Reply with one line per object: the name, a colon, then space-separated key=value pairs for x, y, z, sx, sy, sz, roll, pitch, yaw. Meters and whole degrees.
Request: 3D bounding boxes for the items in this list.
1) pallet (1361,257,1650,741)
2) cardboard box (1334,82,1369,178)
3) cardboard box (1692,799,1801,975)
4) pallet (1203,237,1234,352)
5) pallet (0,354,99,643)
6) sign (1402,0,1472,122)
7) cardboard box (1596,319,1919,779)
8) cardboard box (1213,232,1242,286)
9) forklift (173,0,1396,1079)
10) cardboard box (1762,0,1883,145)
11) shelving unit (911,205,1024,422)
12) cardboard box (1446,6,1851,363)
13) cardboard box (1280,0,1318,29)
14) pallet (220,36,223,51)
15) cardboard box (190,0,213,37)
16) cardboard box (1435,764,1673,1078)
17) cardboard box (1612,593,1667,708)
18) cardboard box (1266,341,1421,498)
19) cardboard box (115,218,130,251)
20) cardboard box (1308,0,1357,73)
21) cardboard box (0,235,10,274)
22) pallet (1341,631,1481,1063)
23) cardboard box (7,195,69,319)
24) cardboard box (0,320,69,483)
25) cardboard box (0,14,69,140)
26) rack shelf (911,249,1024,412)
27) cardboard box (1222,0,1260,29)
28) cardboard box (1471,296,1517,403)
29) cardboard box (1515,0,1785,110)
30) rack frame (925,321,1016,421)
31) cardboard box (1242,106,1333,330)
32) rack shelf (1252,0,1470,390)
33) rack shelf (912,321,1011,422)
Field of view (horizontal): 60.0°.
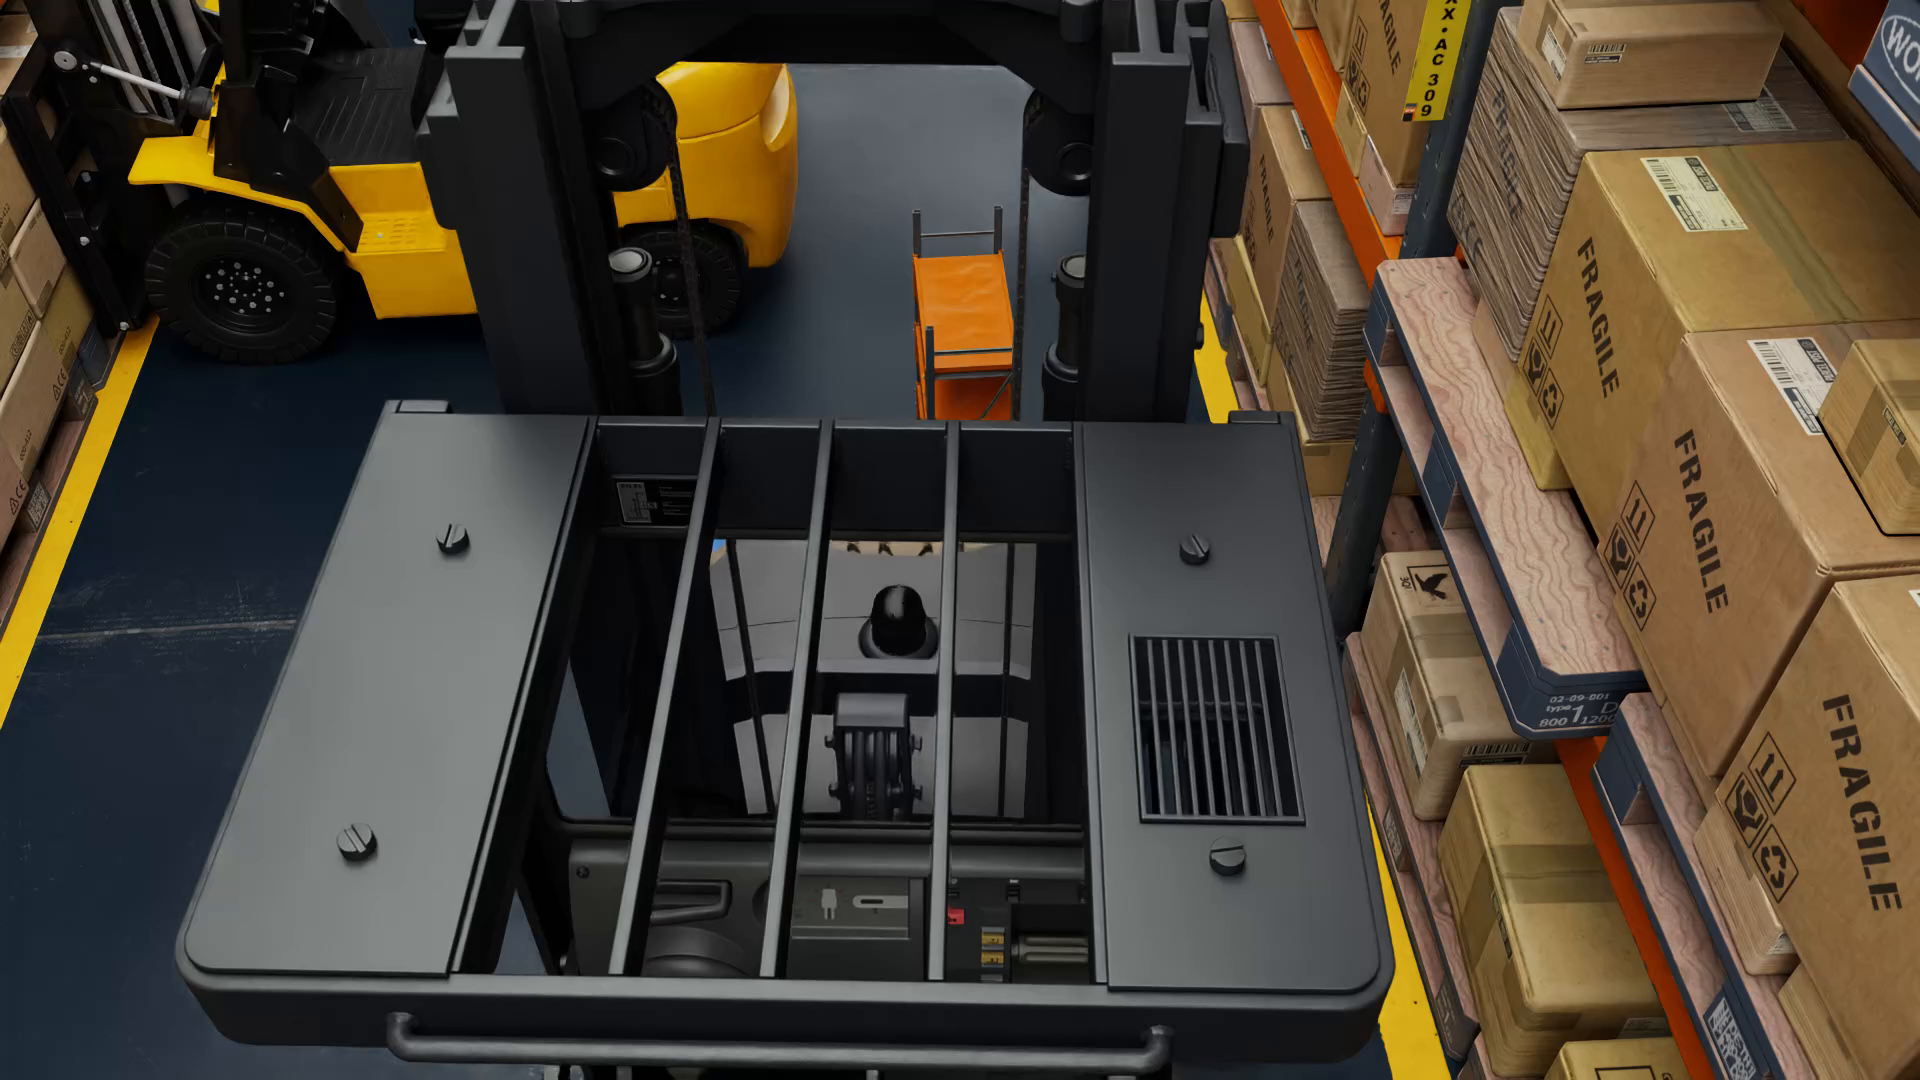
pallet: x=1.490 y=-0.158 z=3.466 sx=1.003 sy=0.211 sz=1.213 roll=-3 pitch=47 yaw=-3
cardboard box: x=1.212 y=-1.094 z=4.393 sx=0.380 sy=0.149 sz=0.250 roll=-3 pitch=47 yaw=-2
cardboard box: x=1.383 y=0.520 z=2.576 sx=0.380 sy=0.149 sz=0.250 roll=-2 pitch=47 yaw=-2
pallet: x=1.374 y=-1.196 z=6.237 sx=1.003 sy=0.211 sz=1.213 roll=-3 pitch=47 yaw=-3
pallet: x=-3.400 y=-0.101 z=5.200 sx=1.003 sy=0.211 sz=1.213 roll=-3 pitch=47 yaw=-3
sign: x=1.031 y=-1.045 z=3.578 sx=0.100 sy=0.325 sz=0.005 roll=-3 pitch=47 yaw=-3
cardboard box: x=1.394 y=0.010 z=2.611 sx=0.500 sy=0.500 sz=0.500 roll=-4 pitch=47 yaw=-4
cardboard box: x=1.161 y=-1.149 z=5.877 sx=0.500 sy=0.250 sz=0.500 roll=-3 pitch=47 yaw=-3
forklift: x=-0.150 y=0.768 z=2.504 sx=1.130 sy=2.935 sz=3.031 roll=1 pitch=47 yaw=1
cardboard box: x=1.838 y=-0.747 z=3.328 sx=0.500 sy=0.500 sz=0.500 roll=-4 pitch=47 yaw=-4
shelving unit: x=0.014 y=-0.293 z=4.701 sx=0.258 sy=1.200 sz=0.503 roll=-3 pitch=47 yaw=-3
cardboard box: x=1.324 y=-0.710 z=3.294 sx=0.500 sy=0.500 sz=0.500 roll=-2 pitch=47 yaw=-2
cardboard box: x=1.152 y=-1.649 z=4.918 sx=0.380 sy=0.149 sz=0.250 roll=-4 pitch=47 yaw=-4
pallet: x=-3.604 y=-1.866 z=6.872 sx=1.003 sy=0.211 sz=1.213 roll=-3 pitch=47 yaw=-3
cardboard box: x=-3.356 y=-2.254 z=6.923 sx=0.500 sy=0.250 sz=0.500 roll=-3 pitch=47 yaw=-3
cardboard box: x=1.681 y=0.872 z=3.878 sx=0.950 sy=0.372 sz=0.625 roll=-1 pitch=47 yaw=-1
cardboard box: x=1.394 y=0.145 z=2.930 sx=0.380 sy=0.149 sz=0.250 roll=-3 pitch=47 yaw=-3
cardboard box: x=1.253 y=-0.396 z=5.164 sx=0.500 sy=0.250 sz=0.500 roll=-2 pitch=47 yaw=-1
cardboard box: x=-3.225 y=-1.157 z=5.884 sx=0.500 sy=0.250 sz=0.500 roll=-2 pitch=47 yaw=-2
cardboard box: x=1.236 y=-1.601 z=4.427 sx=0.500 sy=0.500 sz=0.500 roll=-2 pitch=47 yaw=-2
cardboard box: x=-3.136 y=-0.764 z=4.824 sx=0.500 sy=0.250 sz=0.500 roll=-3 pitch=47 yaw=-3
pallet: x=1.637 y=0.736 z=4.408 sx=1.003 sy=0.211 sz=1.213 roll=-3 pitch=47 yaw=-3
cardboard box: x=-3.183 y=-0.950 z=5.344 sx=0.500 sy=0.250 sz=0.500 roll=-4 pitch=47 yaw=-4
cardboard box: x=-3.144 y=-0.417 z=5.184 sx=0.500 sy=0.250 sz=0.500 roll=-4 pitch=47 yaw=-4
cardboard box: x=-3.225 y=-1.504 z=5.524 sx=0.500 sy=0.250 sz=0.500 roll=-4 pitch=47 yaw=-4
rack shelf: x=0.014 y=-0.563 z=4.416 sx=0.258 sy=0.148 sz=0.480 roll=-3 pitch=47 yaw=-3
cardboard box: x=1.112 y=-1.778 z=5.956 sx=0.500 sy=0.500 sz=0.500 roll=-3 pitch=47 yaw=-3
cardboard box: x=1.302 y=-0.425 z=3.470 sx=0.380 sy=0.149 sz=0.250 roll=-3 pitch=47 yaw=-3
cardboard box: x=1.258 y=-0.928 z=3.054 sx=0.380 sy=0.149 sz=0.250 roll=-4 pitch=47 yaw=-3
rack frame: x=0.034 y=-0.116 z=4.534 sx=0.240 sy=1.200 sz=0.015 roll=-3 pitch=47 yaw=-3
cardboard box: x=1.209 y=-1.022 z=5.240 sx=0.500 sy=0.500 sz=0.500 roll=-3 pitch=47 yaw=-3
rack shelf: x=1.403 y=-1.986 z=5.560 sx=1.077 sy=0.370 sz=4.000 roll=-3 pitch=47 yaw=-3
rack shelf: x=0.014 y=-0.400 z=4.587 sx=0.258 sy=0.148 sz=0.480 roll=-3 pitch=47 yaw=-3
